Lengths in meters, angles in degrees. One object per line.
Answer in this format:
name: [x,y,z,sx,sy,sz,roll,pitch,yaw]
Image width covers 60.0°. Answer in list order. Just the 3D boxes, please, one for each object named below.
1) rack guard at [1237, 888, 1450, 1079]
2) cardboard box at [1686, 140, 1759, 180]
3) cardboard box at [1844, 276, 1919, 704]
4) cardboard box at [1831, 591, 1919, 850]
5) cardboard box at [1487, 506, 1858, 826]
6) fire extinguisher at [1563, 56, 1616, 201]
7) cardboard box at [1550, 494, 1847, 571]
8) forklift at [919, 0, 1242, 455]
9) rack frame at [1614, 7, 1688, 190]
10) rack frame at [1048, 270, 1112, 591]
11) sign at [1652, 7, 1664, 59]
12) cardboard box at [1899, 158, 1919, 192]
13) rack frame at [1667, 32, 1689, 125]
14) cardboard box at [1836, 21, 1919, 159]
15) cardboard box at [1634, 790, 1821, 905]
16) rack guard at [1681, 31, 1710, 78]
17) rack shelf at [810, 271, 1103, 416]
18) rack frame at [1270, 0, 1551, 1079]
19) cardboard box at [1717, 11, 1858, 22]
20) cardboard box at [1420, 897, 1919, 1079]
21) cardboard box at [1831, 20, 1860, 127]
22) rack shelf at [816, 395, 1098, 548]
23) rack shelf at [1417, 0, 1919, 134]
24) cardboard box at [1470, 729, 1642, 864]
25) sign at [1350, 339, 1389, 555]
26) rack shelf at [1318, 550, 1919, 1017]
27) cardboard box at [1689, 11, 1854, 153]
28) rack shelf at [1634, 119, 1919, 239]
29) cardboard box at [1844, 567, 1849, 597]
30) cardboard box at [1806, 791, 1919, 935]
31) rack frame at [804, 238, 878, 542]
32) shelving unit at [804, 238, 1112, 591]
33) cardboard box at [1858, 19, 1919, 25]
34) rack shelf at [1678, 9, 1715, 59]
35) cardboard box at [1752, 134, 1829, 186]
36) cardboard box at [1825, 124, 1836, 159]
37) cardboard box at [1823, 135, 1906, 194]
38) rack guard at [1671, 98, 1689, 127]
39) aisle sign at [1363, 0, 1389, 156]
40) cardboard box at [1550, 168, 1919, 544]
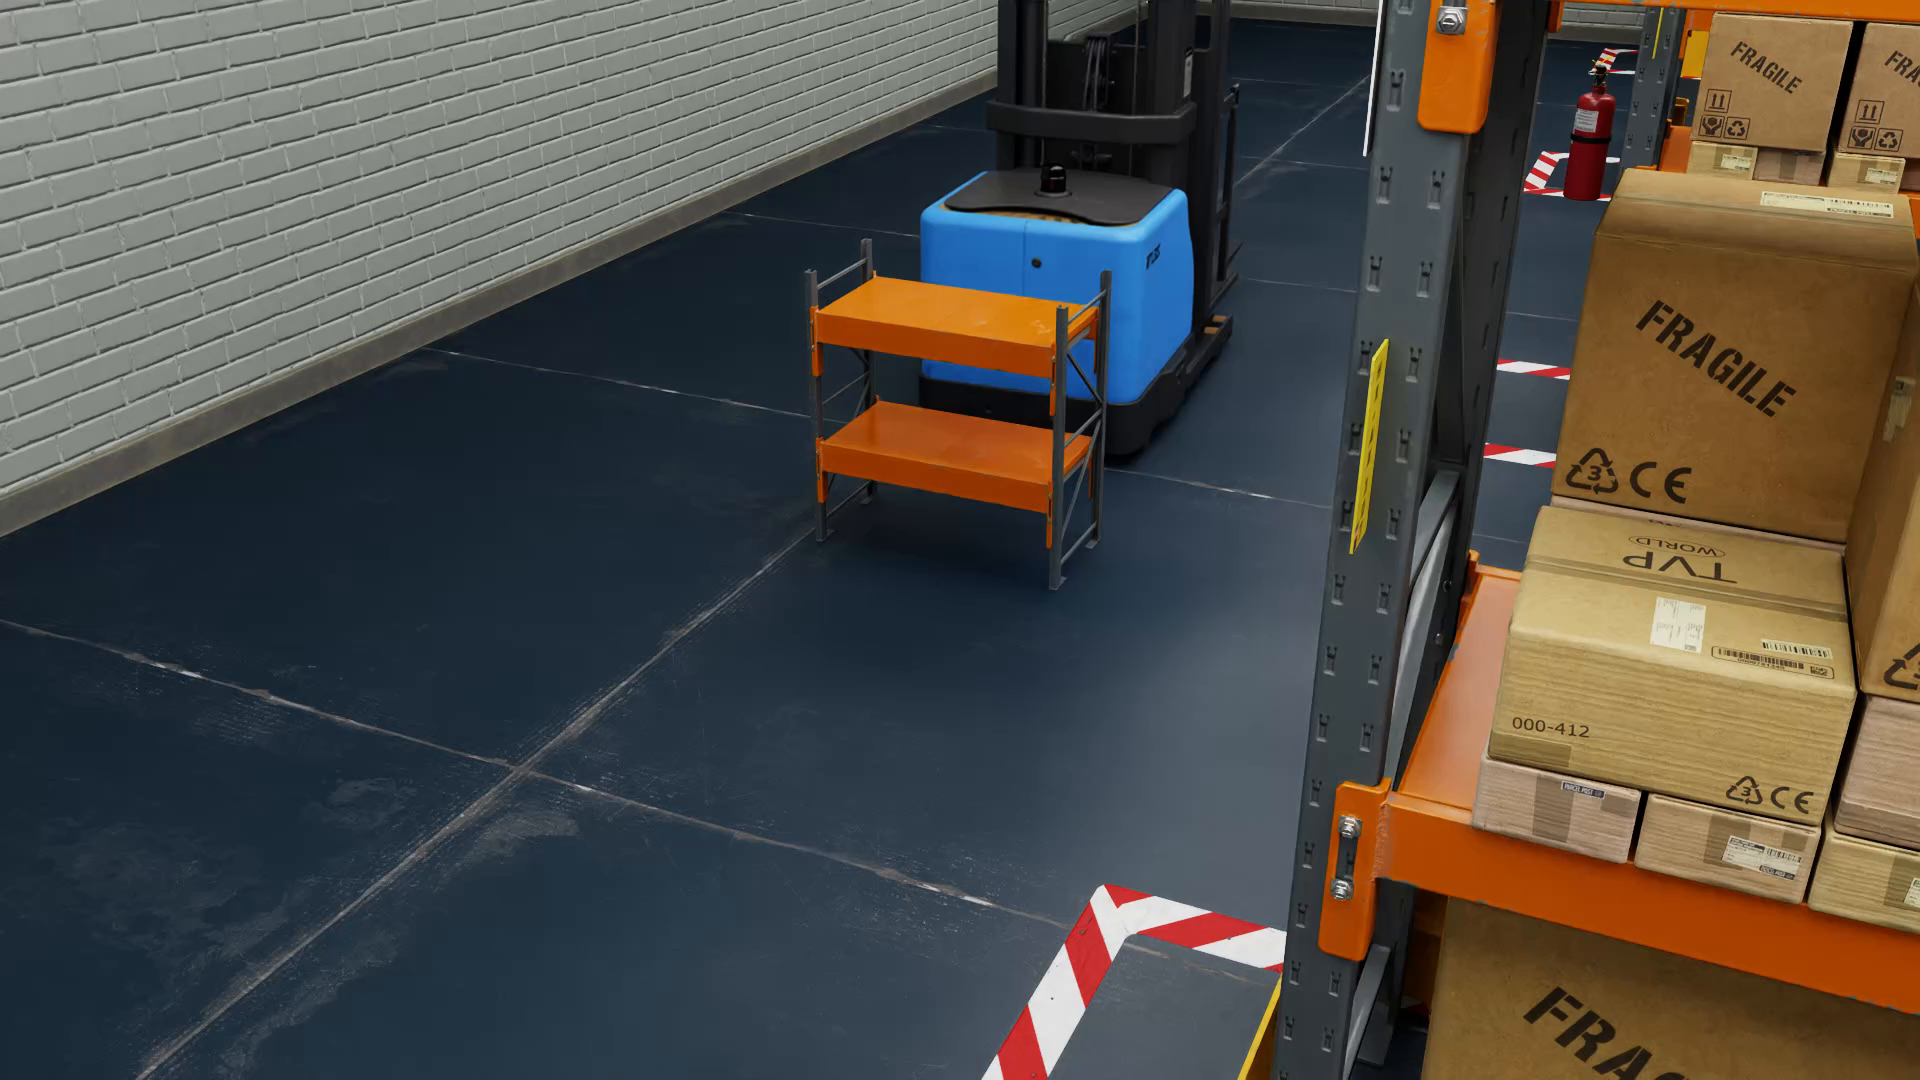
rack guard: [0.846,1.177,3.794,0.348,0.500,1.175,11,28,22]
cardboard box: [3.172,-1.612,6.913,0.250,0.149,0.380,11,28,21]
cardboard box: [1.648,-0.055,2.450,0.500,0.500,0.500,11,28,21]
cardboard box: [1.669,0.282,2.614,0.500,0.250,0.500,11,28,21]
cardboard box: [1.193,0.190,2.801,0.500,0.250,0.500,11,28,20]
fire extinguisher: [2.975,-1.946,7.816,0.183,0.674,0.296,11,28,22]
cardboard box: [1.419,-0.024,3.237,0.500,0.250,0.500,11,28,21]
forklift: [0.811,-2.319,8.142,1.130,2.935,3.031,10,28,19]
rack frame: [3.013,-1.916,7.246,0.127,3.000,1.000,11,28,22]
rack frame: [0.457,-0.413,6.315,0.032,1.125,0.500,11,28,22]
sign: [2.789,-2.086,6.611,0.005,0.325,0.100,11,28,22]
cardboard box: [3.937,-1.519,6.725,0.250,0.149,0.380,13,29,24]
rack frame: [4.970,-3.925,11.326,0.127,3.000,1.000,11,28,22]
cardboard box: [3.805,-1.814,6.588,0.500,0.500,0.500,11,28,22]
cardboard box: [1.289,0.416,2.793,0.250,0.149,0.380,11,28,21]
rack guard: [7.091,-4.786,15.905,0.348,0.500,1.175,11,28,22]
rack shelf: [-0.006,-0.768,6.375,1.000,0.278,0.538,11,28,22]
rack frame: [0.868,0.060,3.233,0.127,3.000,1.000,11,28,22]
cardboard box: [3.312,-2.354,6.554,0.500,0.500,0.500,11,28,21]
cardboard box: [1.484,0.909,3.437,0.875,0.875,0.875,11,28,22]
cardboard box: [3.995,-2.019,7.006,0.500,0.500,0.500,11,28,21]
rack shelf: [-0.006,-0.287,6.612,1.000,0.278,0.538,11,28,22]
rack shelf: [2.689,-0.597,1.986,4.000,0.370,1.077,11,28,22]
cardboard box: [1.054,0.370,2.887,0.250,0.149,0.380,12,29,22]
sign: [0.633,-0.142,2.573,0.005,0.325,0.100,11,28,22]
rack shelf: [2.689,0.748,2.649,4.000,0.370,1.077,11,28,22]
cardboard box: [3.307,-1.901,6.766,0.500,0.500,0.500,13,29,24]
rack shelf: [4.834,-1.228,6.662,4.000,0.370,1.077,11,28,22]
cardboard box: [1.880,0.069,3.048,0.500,0.250,0.500,11,28,21]
cardboard box: [1.522,0.463,2.698,0.250,0.149,0.380,11,28,21]
rack frame: [-0.469,-0.599,6.693,0.032,1.125,0.500,11,28,22]
shelving unit: [-0.006,-0.506,6.504,1.048,1.125,0.538,11,28,22]
cardboard box: [3.774,-2.264,6.371,0.500,0.500,0.500,12,29,23]
rack shelf: [6.791,-3.236,10.742,4.000,0.370,1.077,11,28,22]
cardboard box: [3.421,-1.582,6.853,0.250,0.149,0.380,12,29,24]
cardboard box: [3.872,-1.757,7.207,0.250,0.149,0.380,11,28,21]
cardboard box: [3.644,-1.512,6.709,0.250,0.149,0.380,11,28,20]
rack guard: [4.948,-2.808,11.887,0.348,0.500,1.175,11,28,22]
aisle sign: [0.678,-0.999,2.440,0.004,0.787,0.394,11,28,22]
cardboard box: [1.420,-0.359,3.068,0.500,0.500,0.500,12,29,22]
